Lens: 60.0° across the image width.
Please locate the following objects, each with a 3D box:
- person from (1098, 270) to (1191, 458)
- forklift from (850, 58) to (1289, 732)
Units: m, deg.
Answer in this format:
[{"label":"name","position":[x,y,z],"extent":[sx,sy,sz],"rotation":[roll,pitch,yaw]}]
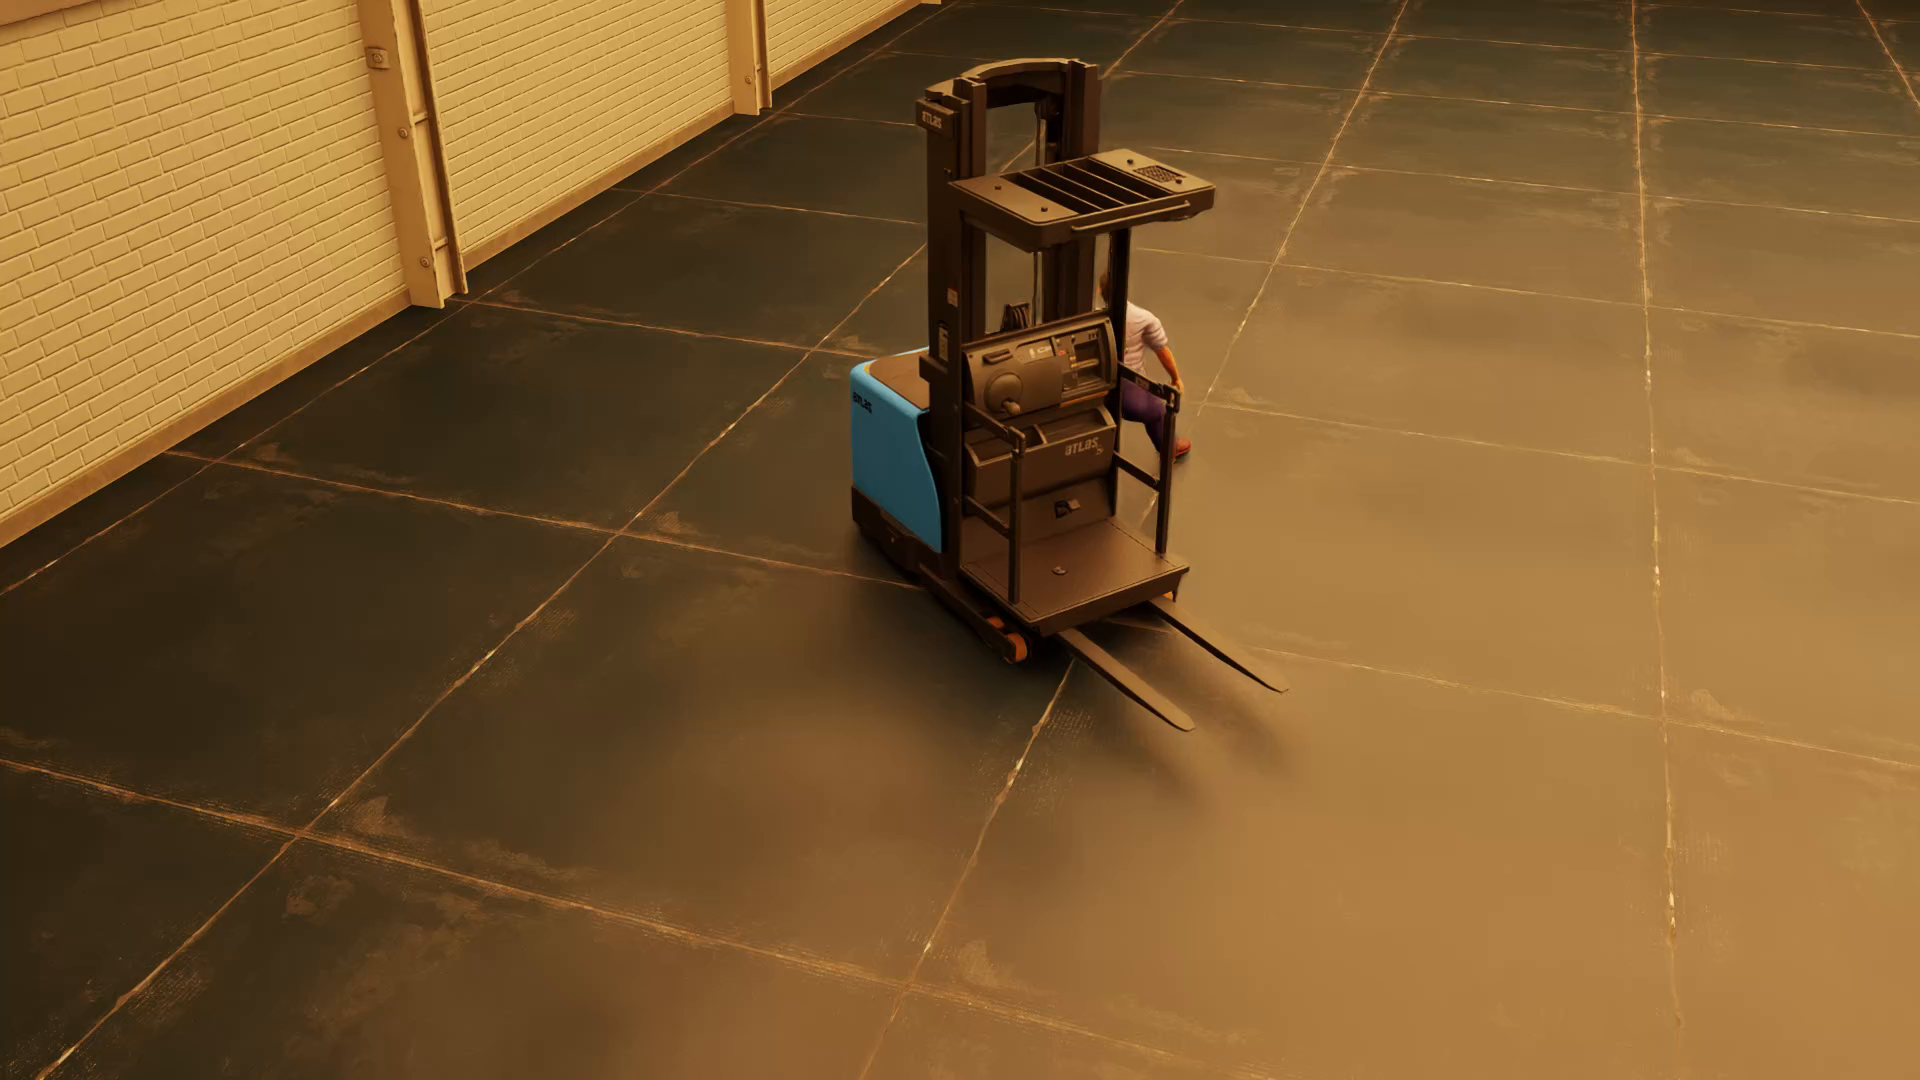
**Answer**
[{"label":"person","position":[1.019,-1.015,10.458],"extent":[1.010,1.454,0.950],"rotation":[1,30,3]},{"label":"forklift","position":[0.557,-0.876,8.673],"extent":[1.130,2.935,3.031],"rotation":[-18,34,-28]}]
